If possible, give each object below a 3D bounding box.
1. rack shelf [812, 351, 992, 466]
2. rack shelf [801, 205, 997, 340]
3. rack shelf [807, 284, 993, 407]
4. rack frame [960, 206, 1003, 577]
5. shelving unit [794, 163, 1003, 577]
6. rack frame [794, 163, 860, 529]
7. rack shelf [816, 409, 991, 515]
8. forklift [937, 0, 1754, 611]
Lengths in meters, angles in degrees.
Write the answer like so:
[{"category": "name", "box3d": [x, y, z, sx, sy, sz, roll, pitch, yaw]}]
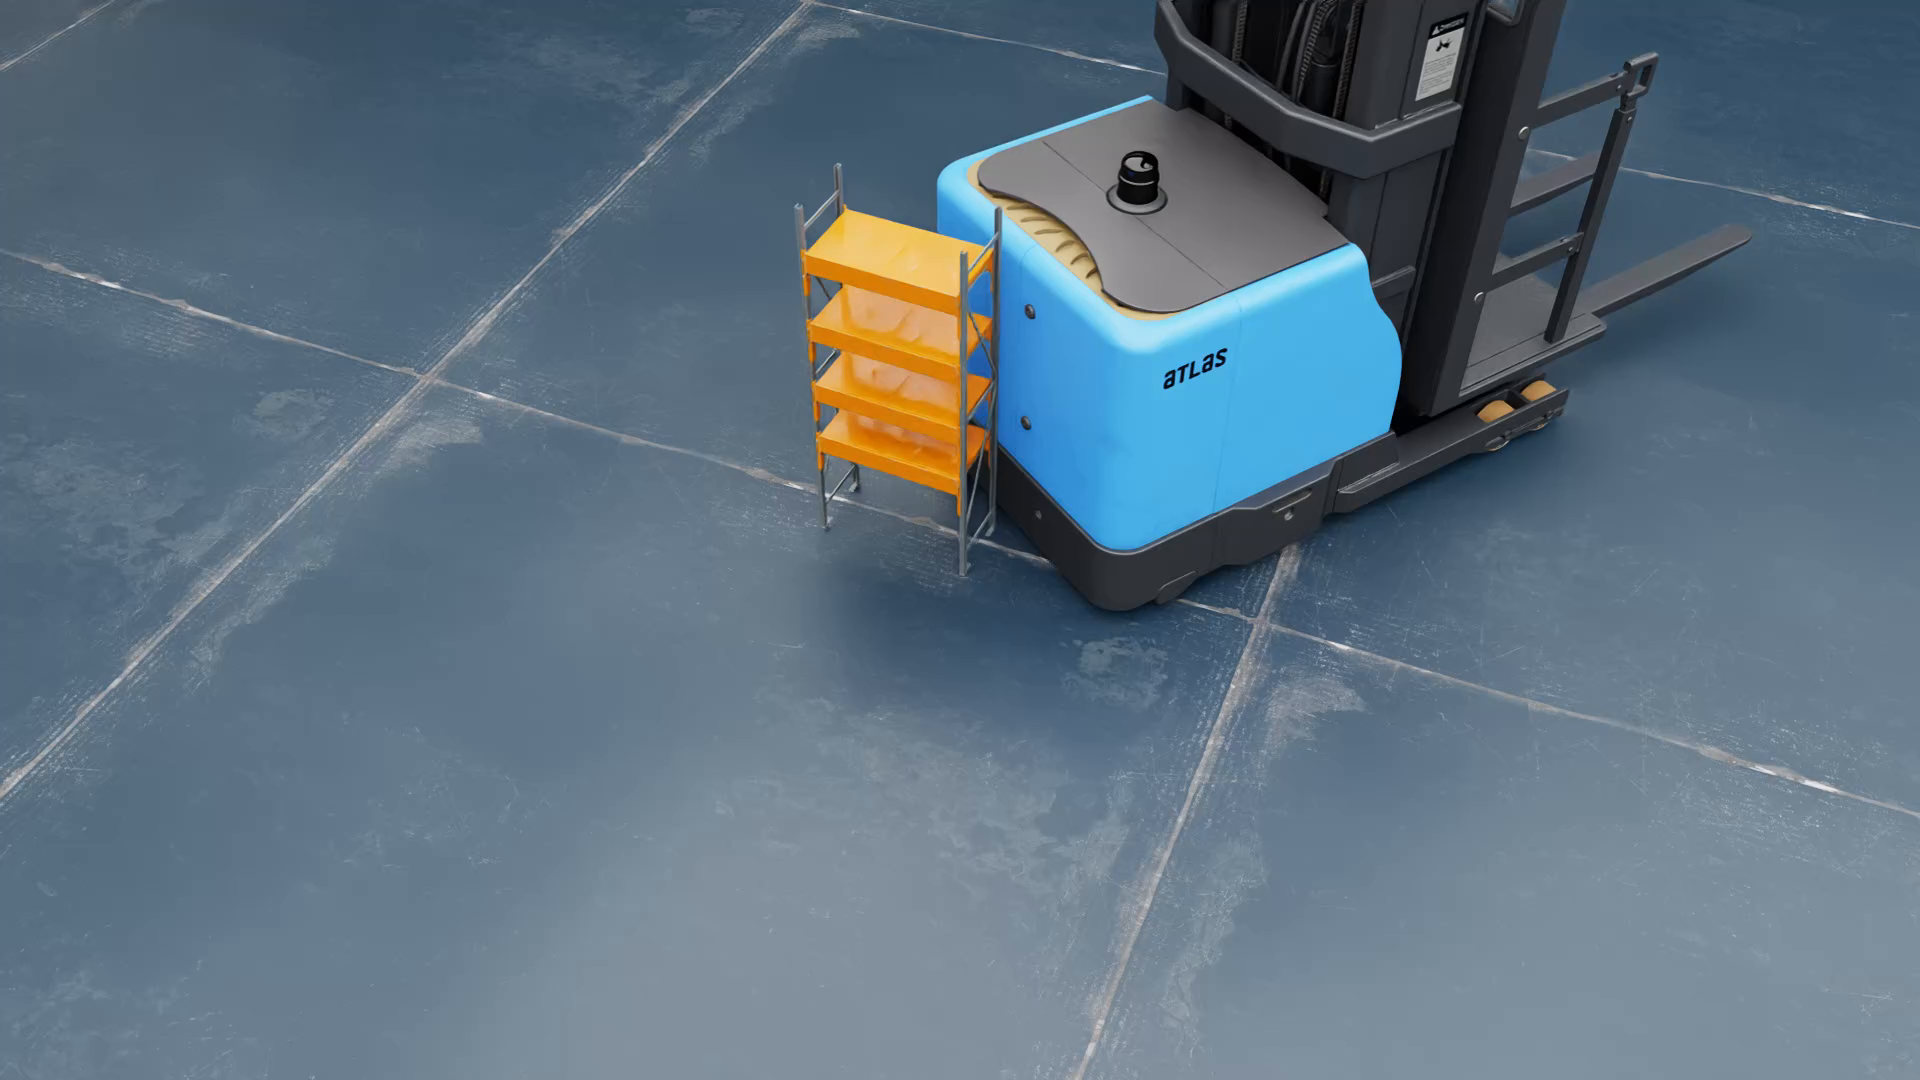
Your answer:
[{"category": "rack shelf", "box3d": [-0.164, -0.417, 4.913, 0.480, 0.148, 0.258, 18, 48, 18]}, {"category": "rack shelf", "box3d": [-0.164, -0.743, 4.589, 0.480, 0.148, 0.258, 18, 48, 18]}, {"category": "rack shelf", "box3d": [-0.164, -0.575, 4.756, 0.480, 0.148, 0.258, 18, 48, 18]}, {"category": "rack frame", "box3d": [0.057, -0.391, 4.792, 0.015, 1.200, 0.240, 18, 48, 18]}, {"category": "shelving unit", "box3d": [-0.164, -0.464, 4.866, 0.503, 1.200, 0.258, 18, 48, 18]}, {"category": "rack frame", "box3d": [-0.385, -0.538, 4.940, 0.015, 1.200, 0.240, 18, 48, 18]}, {"category": "rack shelf", "box3d": [-0.164, -0.276, 5.053, 0.480, 0.148, 0.258, 18, 48, 18]}, {"category": "forklift", "box3d": [1.438, -1.630, 4.810, 3.031, 2.935, 1.130, -24, 50, -22]}]
